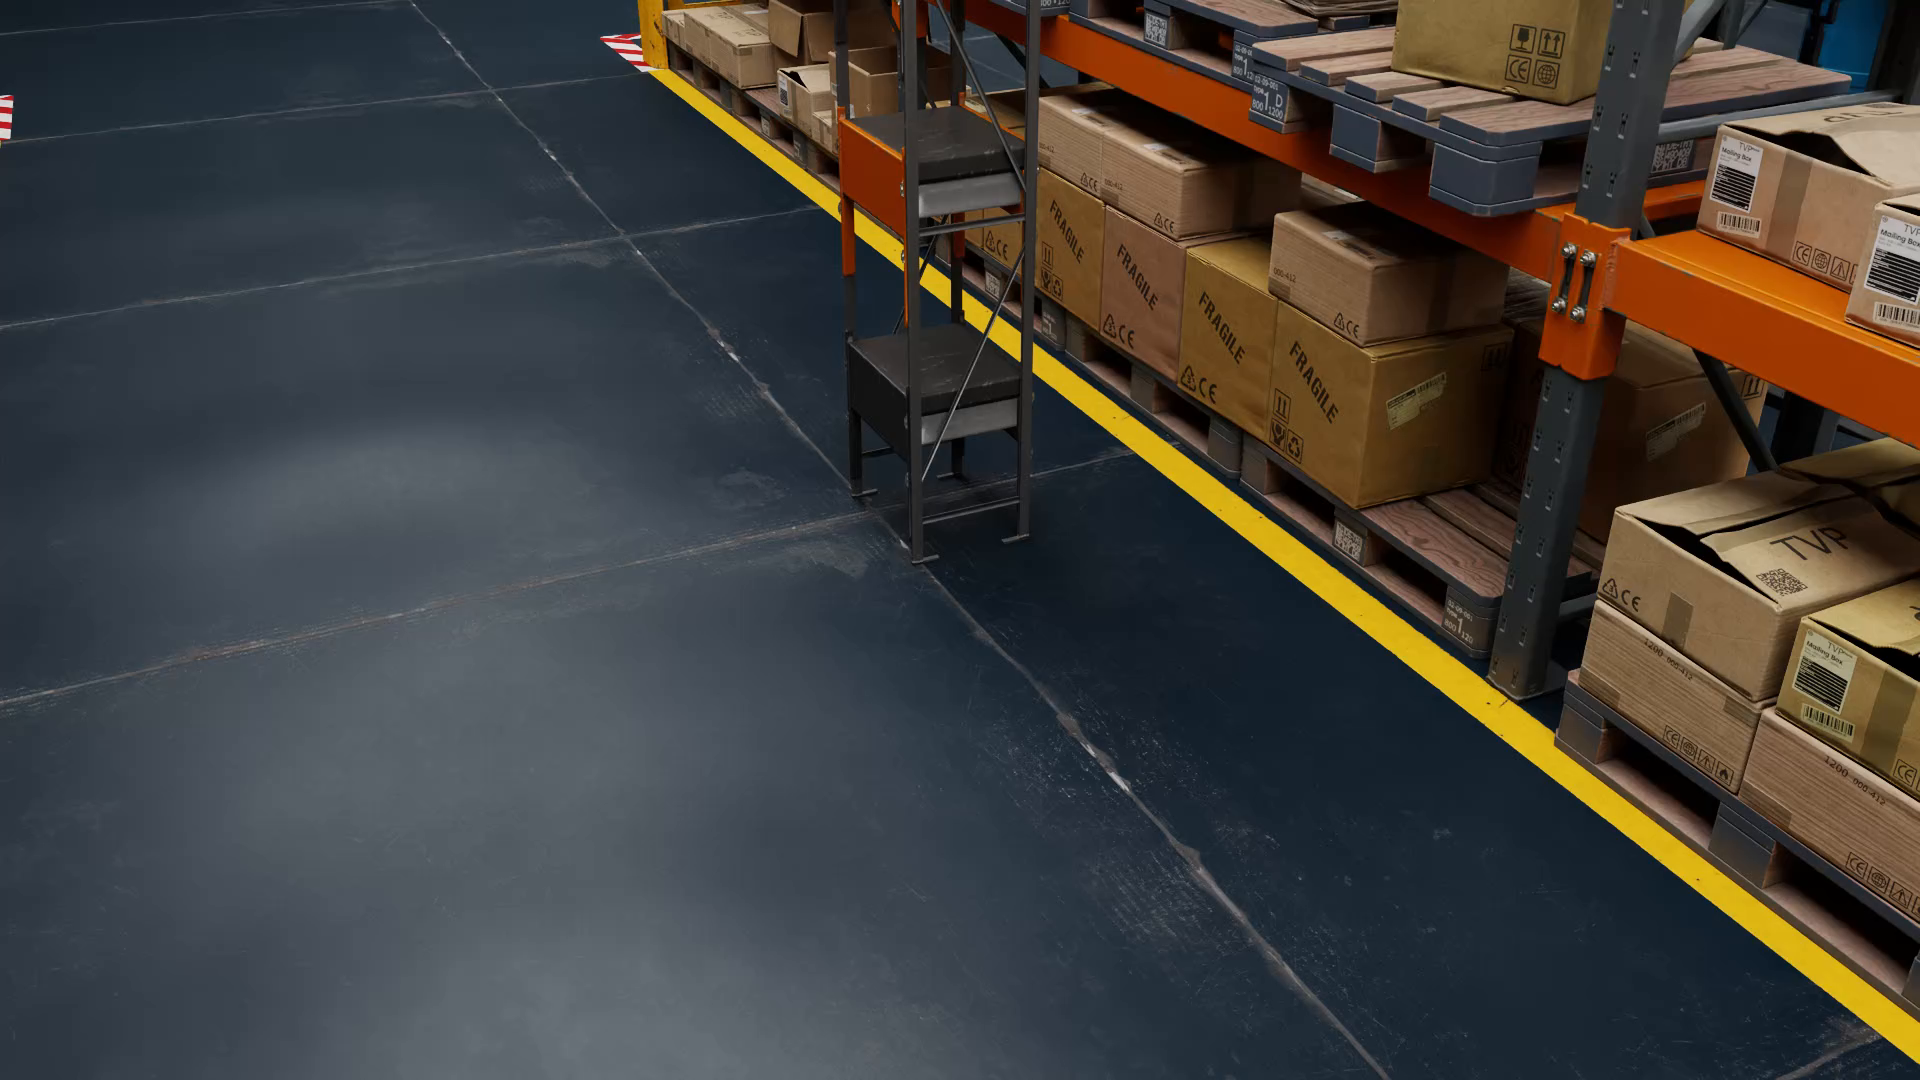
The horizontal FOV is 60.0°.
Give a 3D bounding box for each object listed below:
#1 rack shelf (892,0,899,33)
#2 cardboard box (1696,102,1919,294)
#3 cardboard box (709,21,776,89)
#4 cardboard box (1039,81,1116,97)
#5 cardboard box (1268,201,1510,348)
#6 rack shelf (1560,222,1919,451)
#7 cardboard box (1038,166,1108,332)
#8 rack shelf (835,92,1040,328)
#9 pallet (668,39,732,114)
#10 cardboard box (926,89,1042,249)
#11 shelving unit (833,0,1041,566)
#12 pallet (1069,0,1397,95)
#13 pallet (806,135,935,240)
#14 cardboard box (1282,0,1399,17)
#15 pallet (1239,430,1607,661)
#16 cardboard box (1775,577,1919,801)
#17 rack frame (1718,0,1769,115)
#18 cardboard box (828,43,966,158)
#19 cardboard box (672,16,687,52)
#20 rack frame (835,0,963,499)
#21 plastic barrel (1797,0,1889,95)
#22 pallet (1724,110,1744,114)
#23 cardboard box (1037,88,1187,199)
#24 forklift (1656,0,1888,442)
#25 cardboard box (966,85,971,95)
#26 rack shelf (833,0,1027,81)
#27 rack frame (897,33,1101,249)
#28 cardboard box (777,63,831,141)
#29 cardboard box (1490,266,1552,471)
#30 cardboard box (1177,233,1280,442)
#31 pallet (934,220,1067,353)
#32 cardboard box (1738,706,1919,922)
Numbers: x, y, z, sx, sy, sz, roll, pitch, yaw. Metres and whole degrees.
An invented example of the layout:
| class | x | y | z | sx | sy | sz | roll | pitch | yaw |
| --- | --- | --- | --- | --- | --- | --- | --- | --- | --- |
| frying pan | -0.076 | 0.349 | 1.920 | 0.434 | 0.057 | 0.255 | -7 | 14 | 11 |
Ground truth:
| class | x | y | z | sx | sy | sz | roll | pitch | yaw |
| --- | --- | --- | --- | --- | --- | --- | --- | --- | --- |
| rack shelf | -0.657 | -3.335 | 8.867 | 1.077 | 0.370 | 4.000 | -13 | 32 | -22 |
| cardboard box | 2.035 | -0.790 | 3.683 | 0.500 | 0.311 | 0.500 | -11 | 31 | -19 |
| cardboard box | -1.110 | -2.784 | 9.509 | 0.500 | 0.250 | 0.500 | -13 | 32 | -22 |
| cardboard box | 0.672 | -1.709 | 7.337 | 0.500 | 0.500 | 0.500 | -13 | 32 | -22 |
| cardboard box | 1.277 | -0.815 | 4.976 | 0.500 | 0.250 | 0.500 | -12 | 31 | -20 |
| rack shelf | 2.777 | 0.199 | 2.564 | 1.077 | 0.370 | 4.000 | -13 | 32 | -22 |
| cardboard box | 0.636 | -1.147 | 6.334 | 0.500 | 0.500 | 0.500 | -13 | 32 | -21 |
| rack shelf | -0.071 | -0.977 | 4.874 | 0.431 | 0.518 | 0.480 | -13 | 32 | -22 |
| pallet | -1.140 | -2.931 | 10.261 | 1.003 | 0.211 | 1.213 | -13 | 32 | -22 |
| cardboard box | 0.189 | -1.602 | 7.147 | 0.500 | 0.500 | 0.500 | -15 | 32 | -24 |
| shelving unit | -0.071 | -0.989 | 4.867 | 0.431 | 2.100 | 0.503 | -13 | 32 | -22 |
| pallet | 1.079 | -1.773 | 5.541 | 1.003 | 0.211 | 1.213 | -13 | 32 | -22 |
| pallet | -0.093 | -1.853 | 8.338 | 1.003 | 0.211 | 1.213 | -13 | 32 | -22 |
| cardboard box | 1.326 | -1.924 | 5.083 | 0.700 | 0.500 | 0.500 | -7 | 30 | -13 |
| pallet | 1.632 | -0.120 | 5.248 | 1.003 | 0.211 | 1.213 | -13 | 32 | -22 |
| cardboard box | 2.111 | 0.296 | 3.463 | 0.500 | 0.311 | 0.500 | -14 | 32 | -23 |
| rack frame | 4.676 | -3.804 | 8.967 | 1.000 | 3.000 | 0.127 | -13 | 32 | -22 |
| cardboard box | -0.300 | -2.059 | 7.961 | 0.500 | 0.500 | 0.500 | -13 | 32 | -22 |
| cardboard box | -1.539 | -3.121 | 10.196 | 0.380 | 0.166 | 0.250 | -13 | 32 | -22 |
| rack frame | -0.176 | -1.097 | 5.059 | 0.400 | 2.100 | 0.015 | -13 | 32 | -22 |
| plastic barrel | 4.895 | -2.828 | 8.942 | 0.600 | 0.901 | 0.708 | -13 | 32 | -22 |
| pallet | 4.970 | -2.238 | 9.025 | 1.003 | 0.211 | 1.213 | -13 | 32 | -22 |
| cardboard box | 0.618 | -1.488 | 6.175 | 0.500 | 0.250 | 0.500 | -13 | 32 | -22 |
| forklift | 2.617 | -2.138 | 6.066 | 1.130 | 2.935 | 3.031 | -13 | 32 | -22 |
| cardboard box | -0.164 | -2.332 | 8.790 | 0.380 | 0.166 | 0.250 | -13 | 32 | -22 |
| rack shelf | -0.071 | -1.588 | 4.531 | 0.431 | 0.518 | 0.480 | -13 | 32 | -22 |
| rack frame | 0.201 | -2.766 | 7.115 | 1.000 | 3.000 | 0.127 | -13 | 32 | -22 |
| cardboard box | -0.622 | -2.308 | 8.599 | 0.500 | 0.311 | 0.500 | -13 | 32 | -22 |
| cardboard box | 1.751 | -0.591 | 5.344 | 0.500 | 0.500 | 0.500 | -14 | 32 | -24 |
| cardboard box | 1.083 | -0.693 | 5.524 | 0.500 | 0.500 | 0.500 | -14 | 32 | -24 |
| pallet | 0.585 | -1.198 | 7.171 | 1.003 | 0.211 | 1.213 | -13 | 32 | -22 |
| cardboard box | 2.095 | 0.532 | 3.616 | 0.500 | 0.250 | 0.500 | -14 | 32 | -23 |
